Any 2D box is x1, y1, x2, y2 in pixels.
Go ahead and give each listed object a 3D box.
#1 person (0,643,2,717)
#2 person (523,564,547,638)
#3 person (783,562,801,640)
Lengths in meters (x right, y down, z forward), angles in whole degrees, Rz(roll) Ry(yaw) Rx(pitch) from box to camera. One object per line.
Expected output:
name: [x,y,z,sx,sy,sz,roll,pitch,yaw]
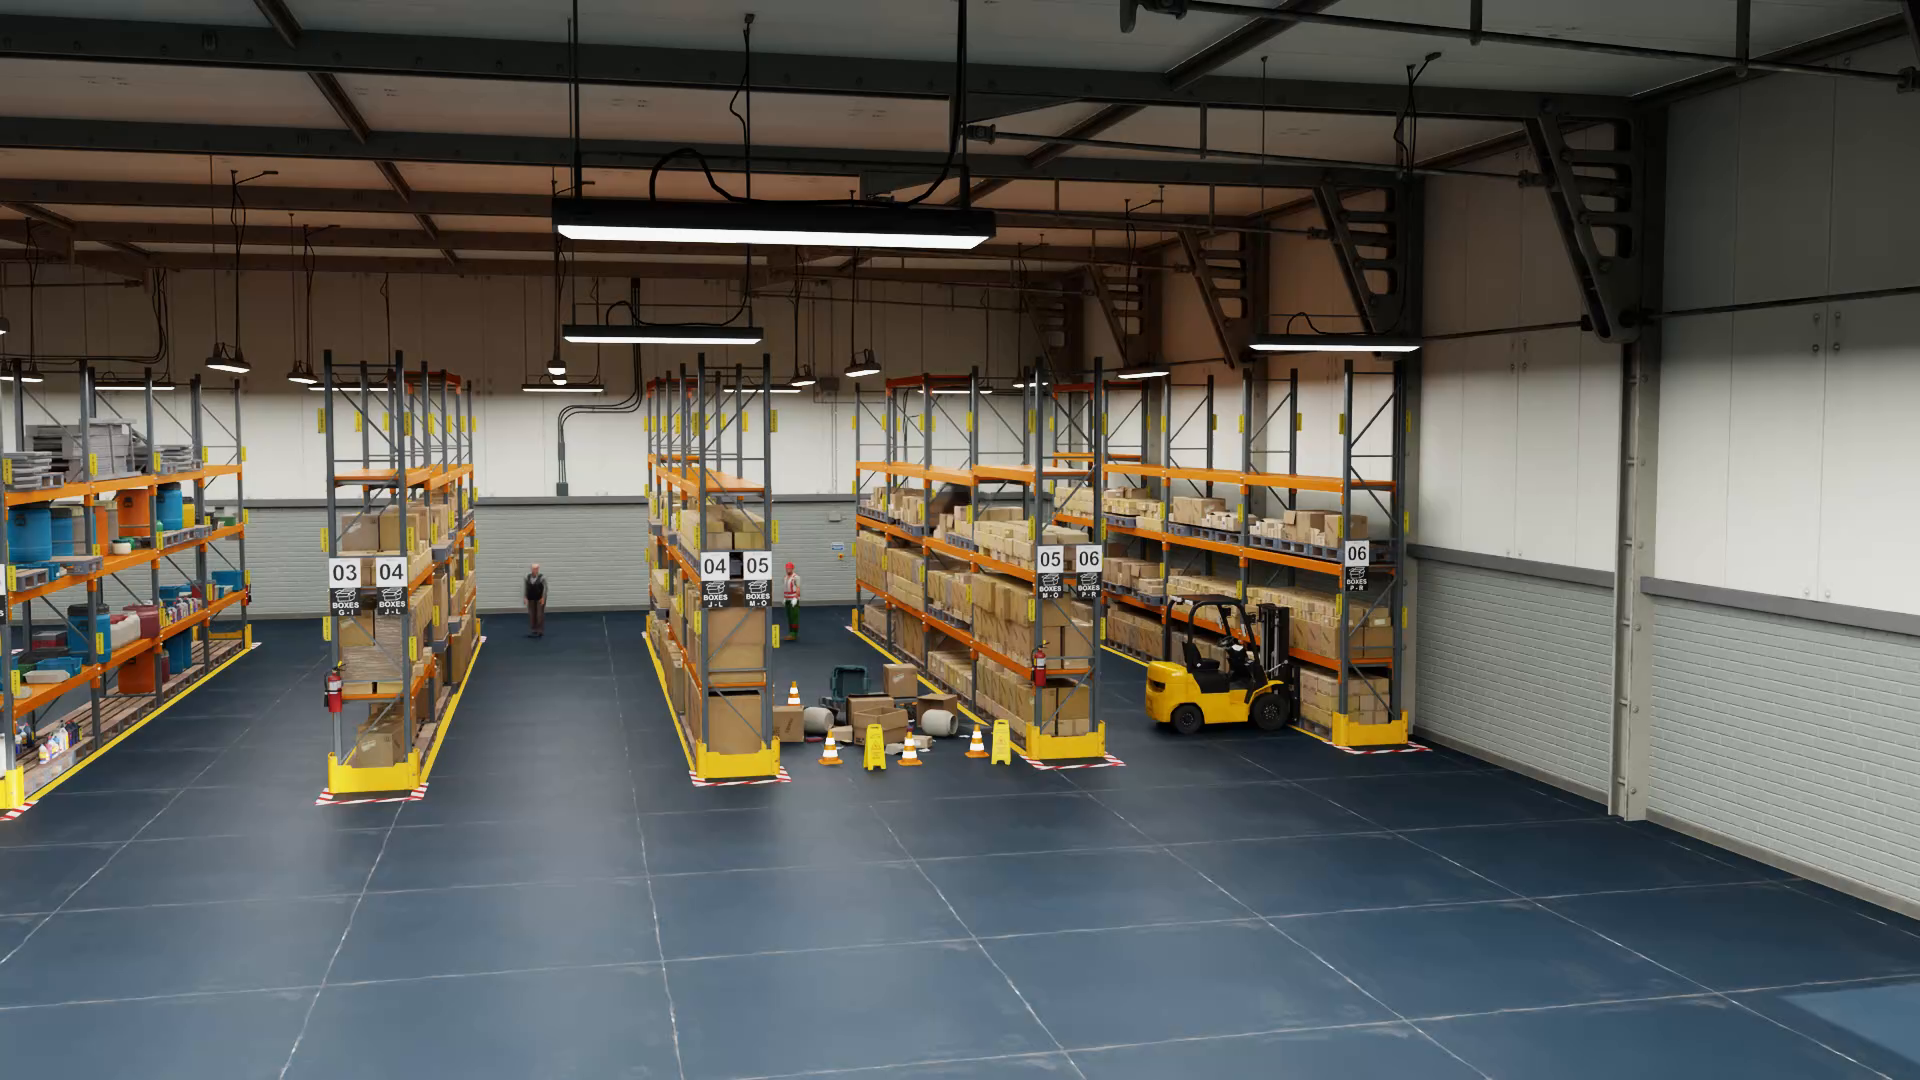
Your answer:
person: [-16.497,2.236,28.404,0.309,1.633,0.444,-2,4,-27]
person: [-9.978,1.421,39.065,0.566,1.734,0.422,1,4,9]
person: [-3.938,1.418,38.583,0.414,1.802,0.563,-4,6,-44]
